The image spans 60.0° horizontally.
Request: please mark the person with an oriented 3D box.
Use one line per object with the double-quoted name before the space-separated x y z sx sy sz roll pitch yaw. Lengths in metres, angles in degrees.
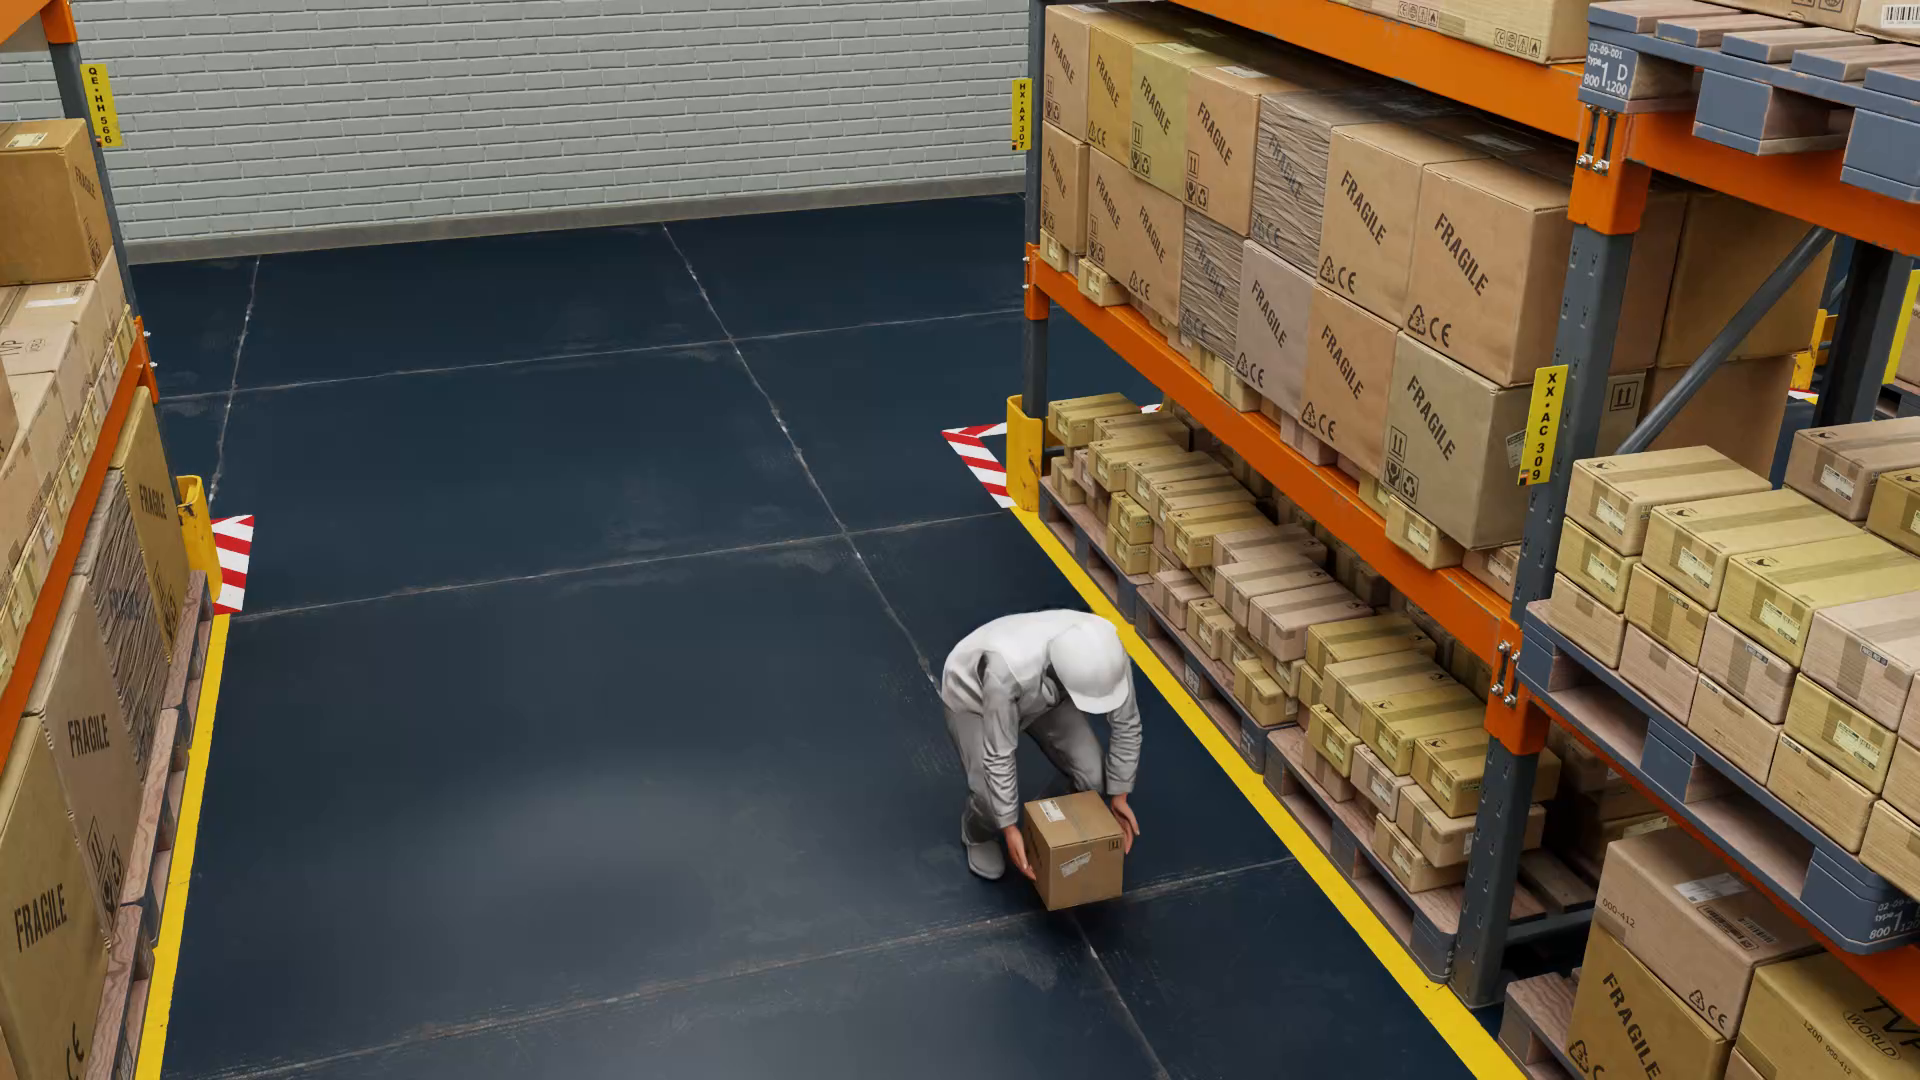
"person" 0.279 0.630 5.540 0.557 1.126 0.863 -8 27 -16
